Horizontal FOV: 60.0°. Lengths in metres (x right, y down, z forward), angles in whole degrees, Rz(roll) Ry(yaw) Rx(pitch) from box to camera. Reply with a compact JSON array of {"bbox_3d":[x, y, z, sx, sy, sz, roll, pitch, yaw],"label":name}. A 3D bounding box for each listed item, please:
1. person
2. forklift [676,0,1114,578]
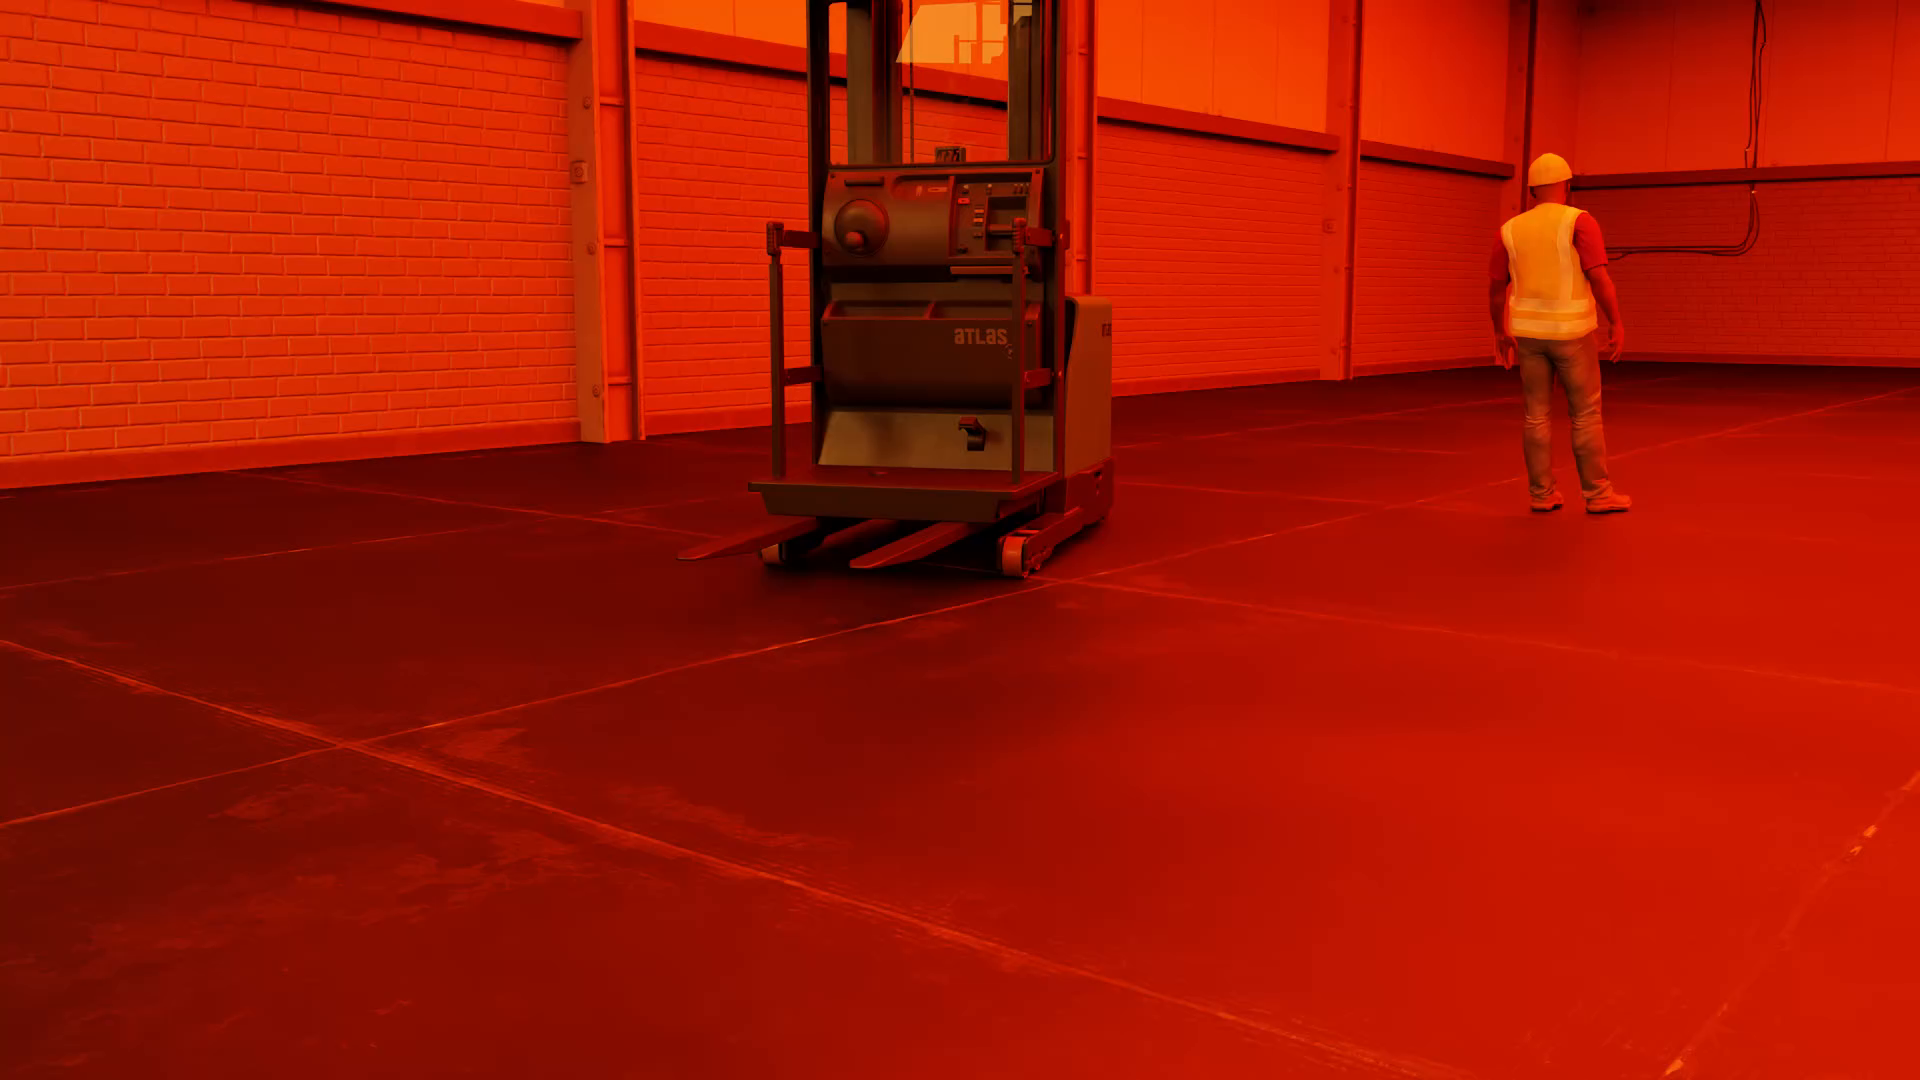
[{"bbox_3d":[3.017,-1.038,8.348,0.665,1.765,0.577,8,12,44],"label":"person"},{"bbox_3d":[-0.176,-1.366,6.616,1.130,2.935,3.031,3,9,17],"label":"forklift"}]
